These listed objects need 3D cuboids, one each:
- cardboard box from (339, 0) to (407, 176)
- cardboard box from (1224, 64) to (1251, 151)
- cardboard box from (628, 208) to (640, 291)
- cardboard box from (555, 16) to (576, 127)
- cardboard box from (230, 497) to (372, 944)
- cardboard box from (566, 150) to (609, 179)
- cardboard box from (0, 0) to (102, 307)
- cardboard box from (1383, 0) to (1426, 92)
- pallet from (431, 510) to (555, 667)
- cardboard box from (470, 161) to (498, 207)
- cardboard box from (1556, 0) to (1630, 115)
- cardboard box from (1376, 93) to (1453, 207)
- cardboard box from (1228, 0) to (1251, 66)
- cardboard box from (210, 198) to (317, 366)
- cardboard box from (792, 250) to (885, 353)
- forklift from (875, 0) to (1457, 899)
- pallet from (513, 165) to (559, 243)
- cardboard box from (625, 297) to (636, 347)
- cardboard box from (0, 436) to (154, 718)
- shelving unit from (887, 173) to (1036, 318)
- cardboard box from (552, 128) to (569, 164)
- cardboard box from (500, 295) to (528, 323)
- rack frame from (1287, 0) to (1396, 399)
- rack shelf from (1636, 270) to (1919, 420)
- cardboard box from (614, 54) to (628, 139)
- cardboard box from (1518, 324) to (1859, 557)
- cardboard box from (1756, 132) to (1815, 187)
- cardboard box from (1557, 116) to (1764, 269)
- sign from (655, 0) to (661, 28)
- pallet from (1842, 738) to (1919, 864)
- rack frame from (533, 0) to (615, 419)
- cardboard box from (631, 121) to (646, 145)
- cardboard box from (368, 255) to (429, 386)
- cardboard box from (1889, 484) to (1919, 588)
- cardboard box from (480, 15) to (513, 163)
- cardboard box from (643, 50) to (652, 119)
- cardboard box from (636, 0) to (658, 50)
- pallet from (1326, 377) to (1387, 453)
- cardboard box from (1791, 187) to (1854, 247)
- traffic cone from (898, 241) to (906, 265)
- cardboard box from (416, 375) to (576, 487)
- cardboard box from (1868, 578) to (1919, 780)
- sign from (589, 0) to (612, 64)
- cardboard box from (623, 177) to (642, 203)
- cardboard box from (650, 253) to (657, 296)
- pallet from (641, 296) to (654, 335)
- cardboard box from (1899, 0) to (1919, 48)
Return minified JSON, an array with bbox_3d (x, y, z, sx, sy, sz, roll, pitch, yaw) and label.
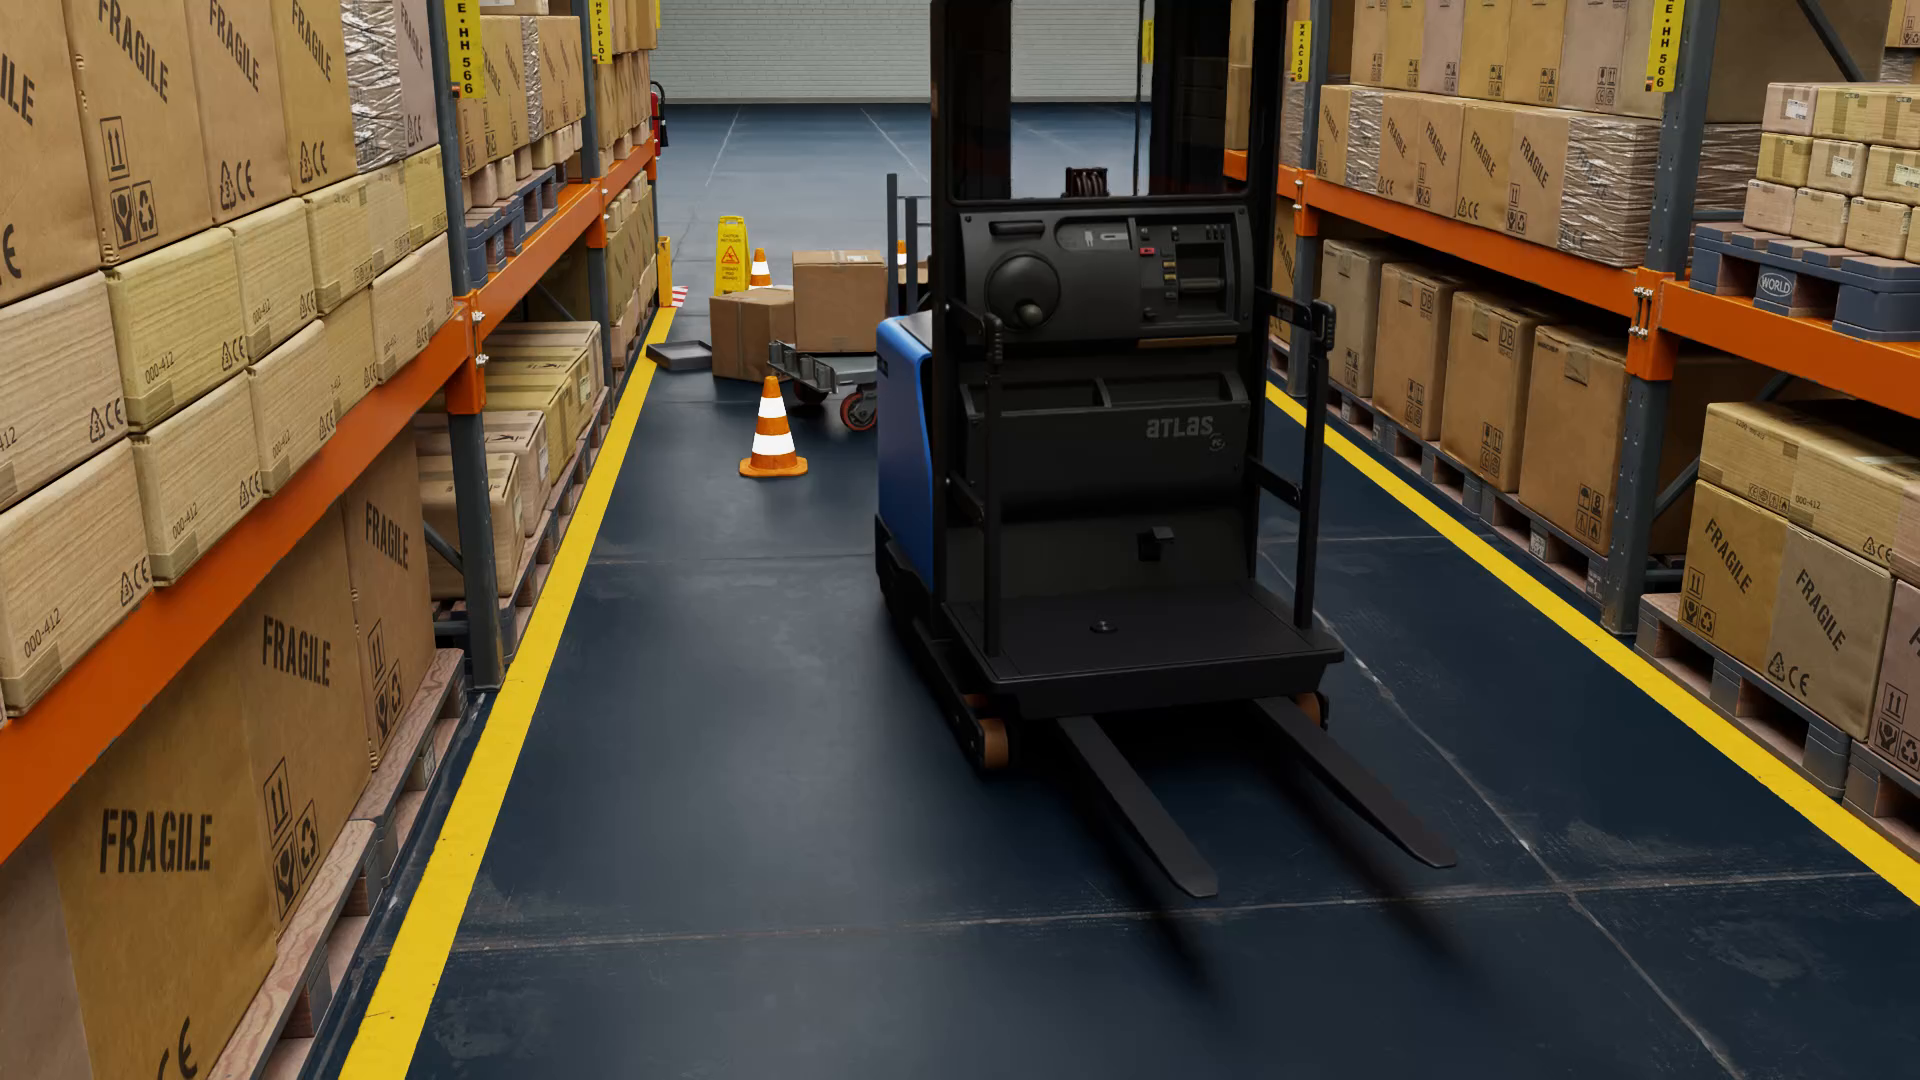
[{"bbox_3d":[-1.667,-1.152,4.004,0.500,0.500,0.500,-1,17,-5],"label":"cardboard box"},{"bbox_3d":[2.237,-2.965,11.362,0.875,0.550,0.500,-2,18,-6],"label":"cardboard box"},{"bbox_3d":[-2.365,-1.862,10.738,0.500,0.500,0.500,-1,17,-3],"label":"cardboard box"},{"bbox_3d":[-2.125,-2.230,7.907,0.500,0.500,0.500,-2,18,-5],"label":"cardboard box"},{"bbox_3d":[-1.965,0.361,3.864,0.875,0.875,0.875,-2,17,-5],"label":"cardboard box"},{"bbox_3d":[-2.167,-2.102,9.284,0.380,0.149,0.250,-2,18,-6],"label":"cardboard box"},{"bbox_3d":[-1.468,-0.550,2.085,0.500,0.500,0.500,-2,18,-6],"label":"cardboard box"},{"bbox_3d":[2.572,-2.525,8.375,0.700,0.500,0.500,-2,18,-7],"label":"cardboard box"},{"bbox_3d":[-2.120,0.171,6.279,1.003,0.211,1.213,-2,18,-6],"label":"pallet"},{"bbox_3d":[-1.868,-1.278,5.957,0.380,0.149,0.250,-3,18,-9],"label":"cardboard box"},{"bbox_3d":[2.782,-1.919,6.445,0.700,0.500,0.500,-2,18,-6],"label":"cardboard box"},{"bbox_3d":[2.348,-1.884,8.004,0.500,0.500,0.500,-2,18,-6],"label":"cardboard box"},{"bbox_3d":[2.302,-3.482,11.207,0.875,0.550,0.500,-2,18,-6],"label":"cardboard box"},{"bbox_3d":[-1.555,-0.498,3.170,0.500,0.250,0.500,-2,18,-7],"label":"cardboard box"},{"bbox_3d":[-0.686,-1.351,9.380,0.500,0.500,0.500,-2,18,-6],"label":"cardboard box"},{"bbox_3d":[0.510,-0.829,4.925,1.130,2.935,3.031,-4,18,-13],"label":"forklift"},{"bbox_3d":[-2.286,-1.423,7.023,1.003,0.211,1.213,-2,18,-6],"label":"pallet"},{"bbox_3d":[-2.312,-1.349,10.356,0.500,0.250,0.500,-1,17,-3],"label":"cardboard box"},{"bbox_3d":[-1.466,0.044,2.281,0.500,0.250,0.500,-2,18,-7],"label":"cardboard box"},{"bbox_3d":[-0.015,-0.745,7.047,0.538,1.500,1.048,-2,18,-6],"label":"shelving unit"},{"bbox_3d":[-2.024,-1.823,7.695,0.380,0.149,0.250,-2,18,-5],"label":"cardboard box"},{"bbox_3d":[-2.782,-1.532,9.687,0.500,0.500,0.500,-2,18,-6],"label":"cardboard box"},{"bbox_3d":[2.459,-2.301,9.499,1.000,3.000,0.127,-2,18,-6],"label":"rack frame"},{"bbox_3d":[3.078,-0.170,3.912,1.077,0.370,4.000,-2,18,-6],"label":"rack shelf"},{"bbox_3d":[-2.336,-2.746,10.253,0.500,0.500,0.500,-2,18,-6],"label":"cardboard box"},{"bbox_3d":[2.899,-0.420,6.563,1.050,0.750,0.750,-2,18,-6],"label":"cardboard box"},{"bbox_3d":[2.722,-1.182,5.154,0.380,0.149,0.250,-1,17,-3],"label":"cardboard box"},{"bbox_3d":[2.558,-1.283,6.089,0.500,0.500,0.500,-2,18,-6],"label":"cardboard box"},{"bbox_3d":[-2.312,-4.024,12.526,0.100,0.325,0.005,-2,18,-6],"label":"sign"},{"bbox_3d":[3.074,0.817,4.223,1.003,0.211,1.213,-2,18,-6],"label":"pallet"},{"bbox_3d":[-2.454,-2.118,8.916,1.000,3.000,0.127,-2,18,-6],"label":"rack frame"},{"bbox_3d":[-2.417,-2.860,11.699,0.380,0.149,0.250,-1,17,-5],"label":"cardboard box"},{"bbox_3d":[-1.662,-0.560,4.204,0.500,0.250,0.500,-1,17,-5],"label":"cardboard box"},{"bbox_3d":[2.793,0.037,4.271,0.500,0.250,0.500,-2,18,-5],"label":"cardboard box"},{"bbox_3d":[-1.918,-1.612,5.941,0.500,0.500,0.500,-1,17,-3],"label":"cardboard box"},{"bbox_3d":[-2.536,-3.346,12.164,0.500,0.500,0.500,-2,18,-7],"label":"cardboard box"},{"bbox_3d":[-2.397,-3.531,11.084,0.700,0.500,0.500,-2,18,-6],"label":"cardboard box"},{"bbox_3d":[2.614,-0.743,9.191,1.003,0.211,1.213,-2,18,-6],"label":"pallet"},{"bbox_3d":[2.745,-0.970,4.978,0.380,0.149,0.250,-1,17,-3],"label":"cardboard box"},{"bbox_3d":[-0.470,-2.147,13.242,0.336,0.463,0.334,-2,18,-6],"label":"traffic cone"},{"bbox_3d":[-2.246,-0.487,7.407,0.950,0.372,0.625,-1,17,-4],"label":"cardboard box"},{"bbox_3d":[2.804,0.404,4.354,0.500,0.500,0.500,-2,18,-7],"label":"cardboard box"},{"bbox_3d":[-1.902,-2.689,8.800,0.100,0.325,0.005,-2,18,-6],"label":"sign"},{"bbox_3d":[-2.371,-2.374,11.286,0.380,0.149,0.250,-1,17,-3],"label":"cardboard box"},{"bbox_3d":[-2.513,-1.959,12.297,0.500,0.250,0.500,-2,18,-6],"label":"cardboard box"},{"bbox_3d":[-2.810,-1.714,12.283,1.003,0.211,1.213,-2,18,-6],"label":"pallet"},{"bbox_3d":[6.932,-3.663,11.505,0.500,0.500,0.500,-2,18,-6],"label":"cardboard box"}]
